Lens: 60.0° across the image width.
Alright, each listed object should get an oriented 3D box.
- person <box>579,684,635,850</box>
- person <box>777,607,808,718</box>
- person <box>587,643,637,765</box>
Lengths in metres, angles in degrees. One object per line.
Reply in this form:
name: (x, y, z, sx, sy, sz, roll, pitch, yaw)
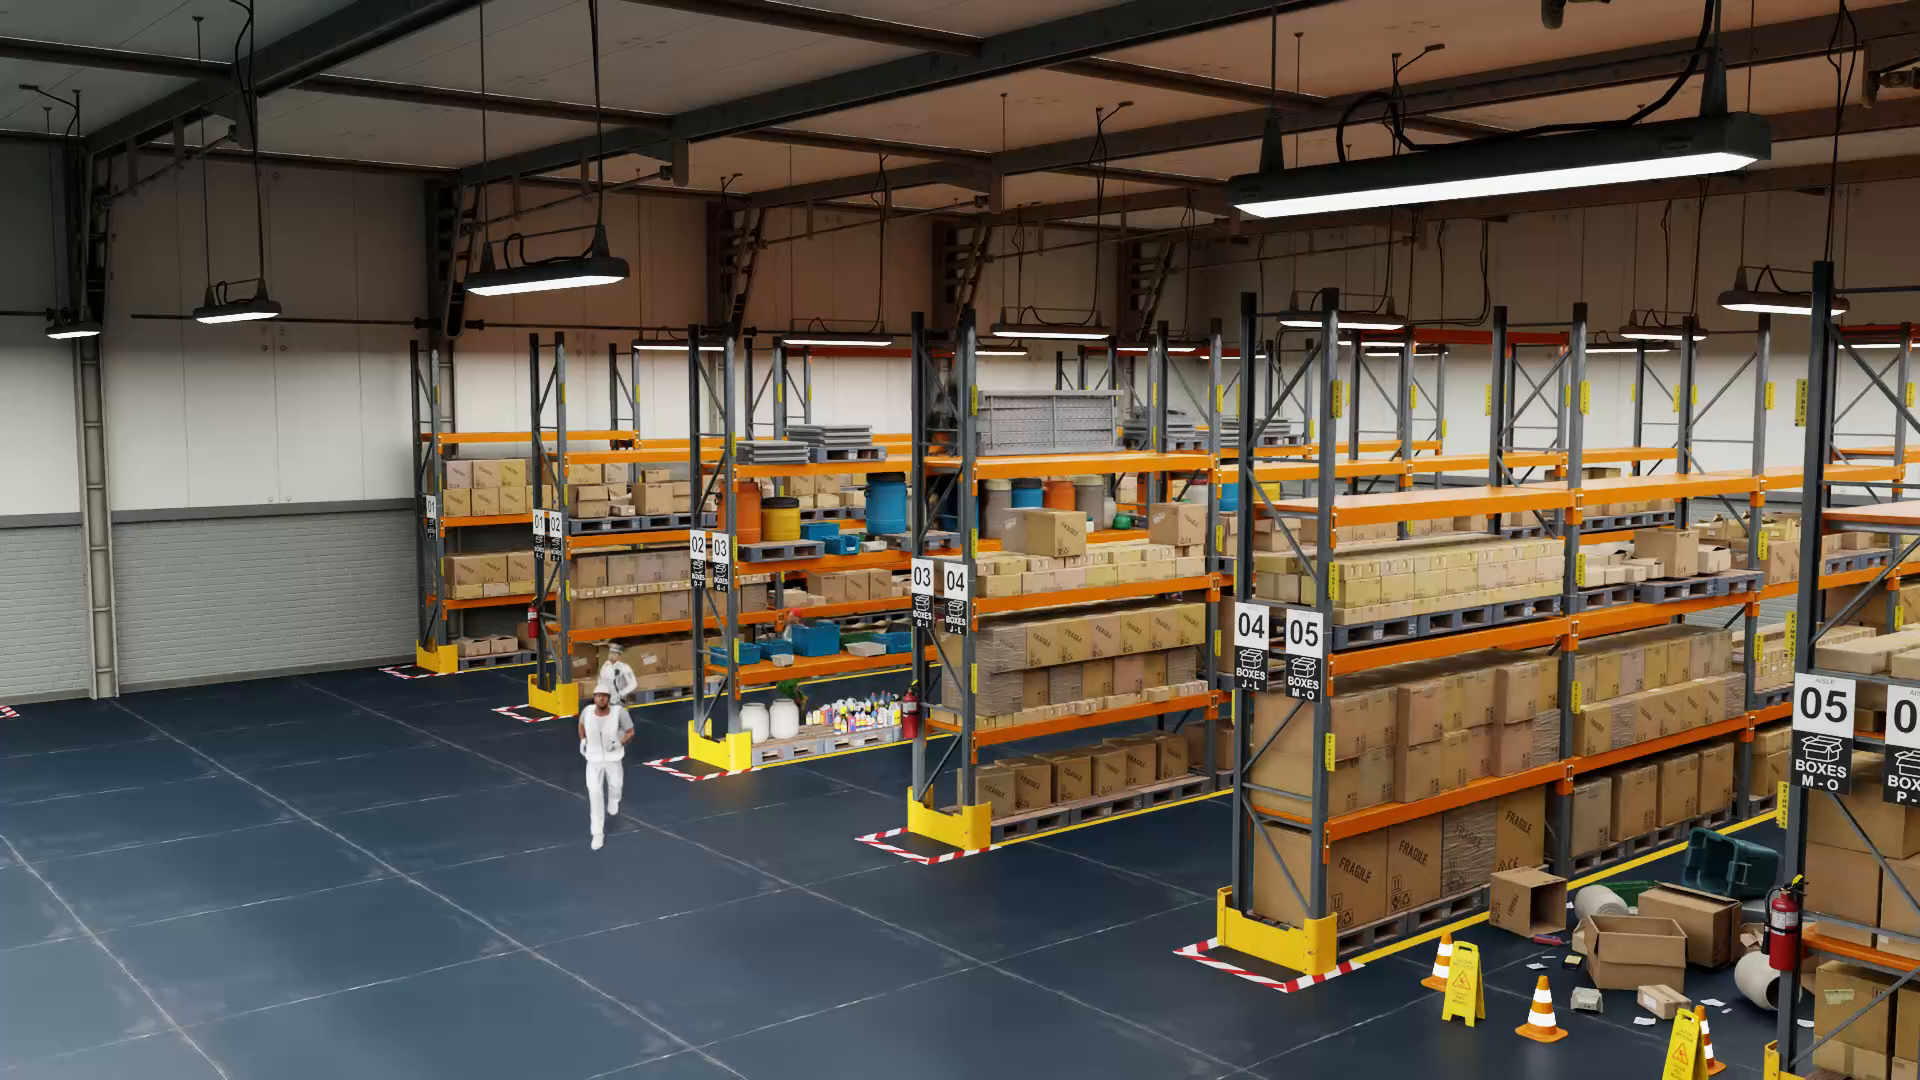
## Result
person: (-4.046, 2.524, 19.066, 0.647, 1.784, 1.166, -1, 5, -10)
person: (-2.563, 1.907, 25.833, 0.554, 1.746, 0.641, -5, 7, -41)
person: (-4.750, 2.233, 22.953, 0.664, 1.669, 0.795, 2, 6, 21)
